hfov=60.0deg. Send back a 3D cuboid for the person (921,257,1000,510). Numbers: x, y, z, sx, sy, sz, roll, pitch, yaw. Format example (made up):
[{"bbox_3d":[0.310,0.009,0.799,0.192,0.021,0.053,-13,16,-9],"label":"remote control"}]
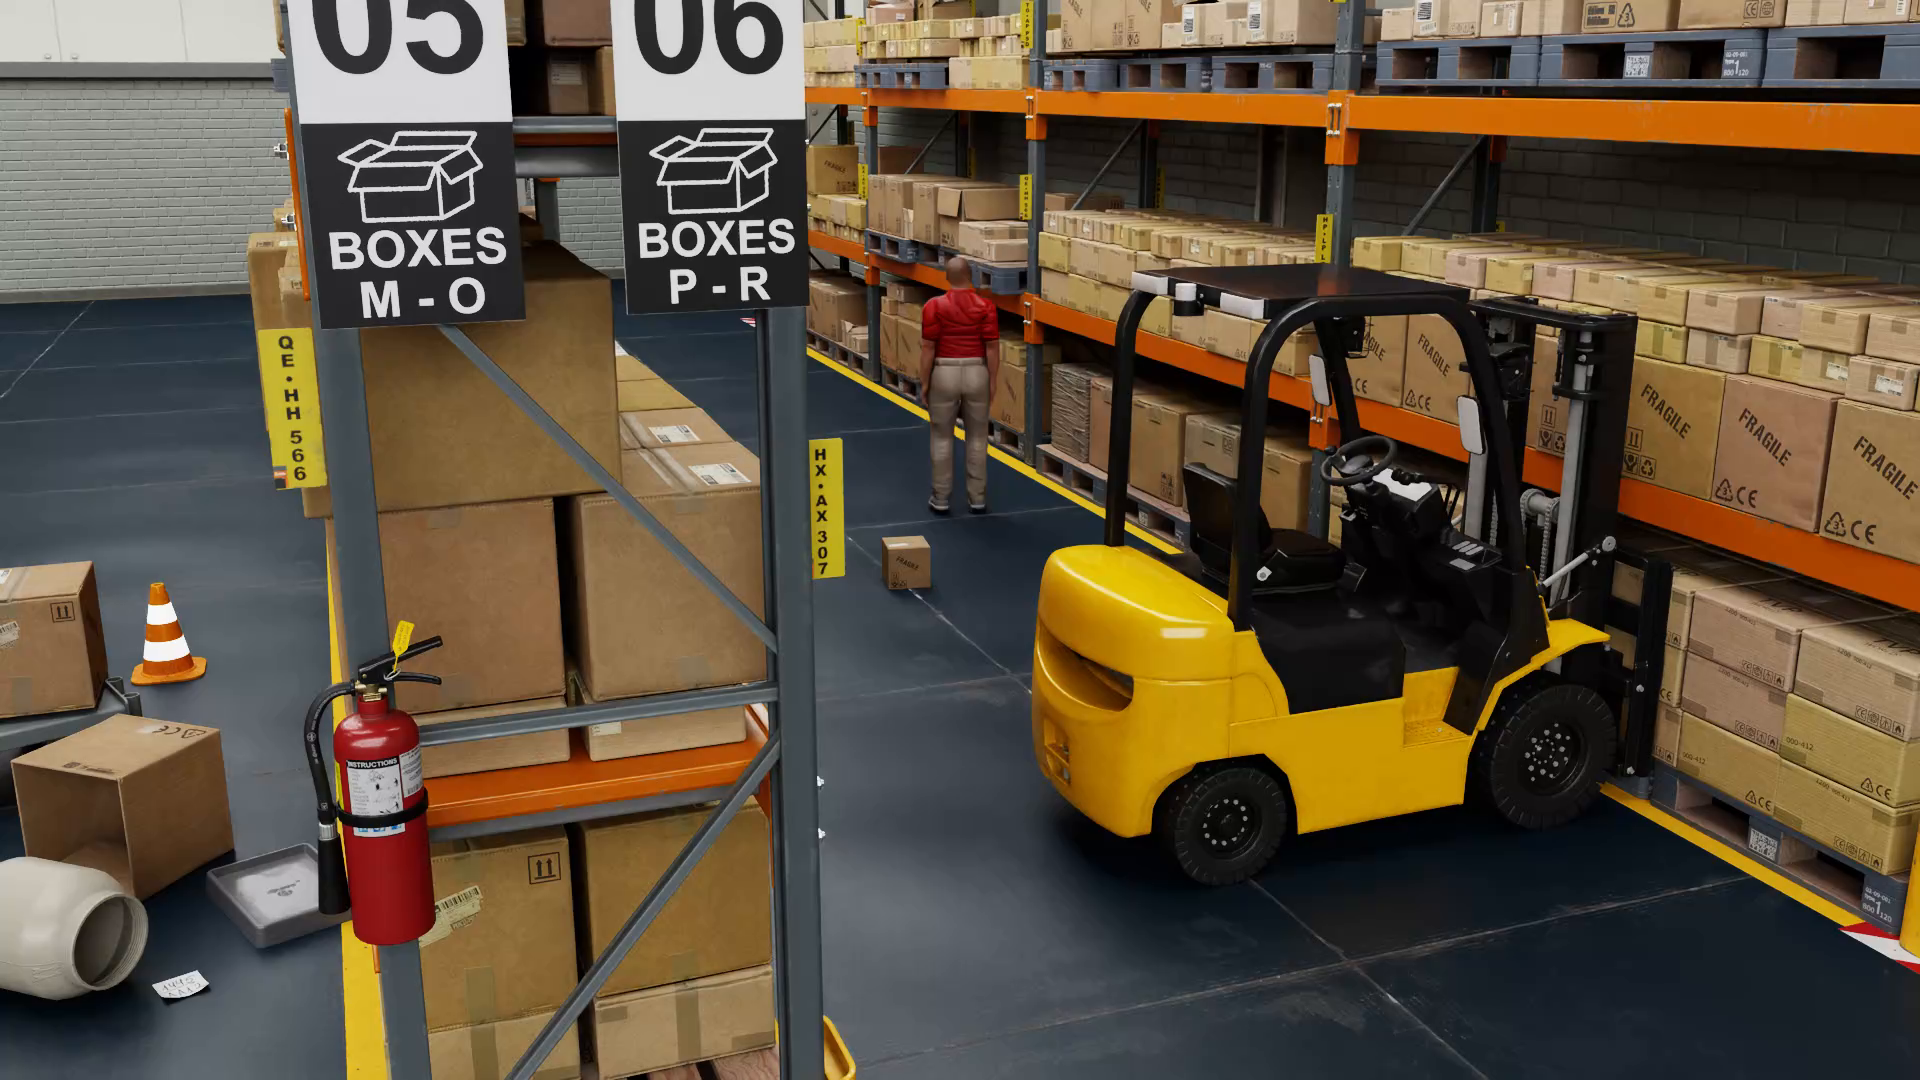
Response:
[{"bbox_3d":[-0.004,-1.061,11.294,0.532,1.726,0.380,-1,16,-5],"label":"person"}]
